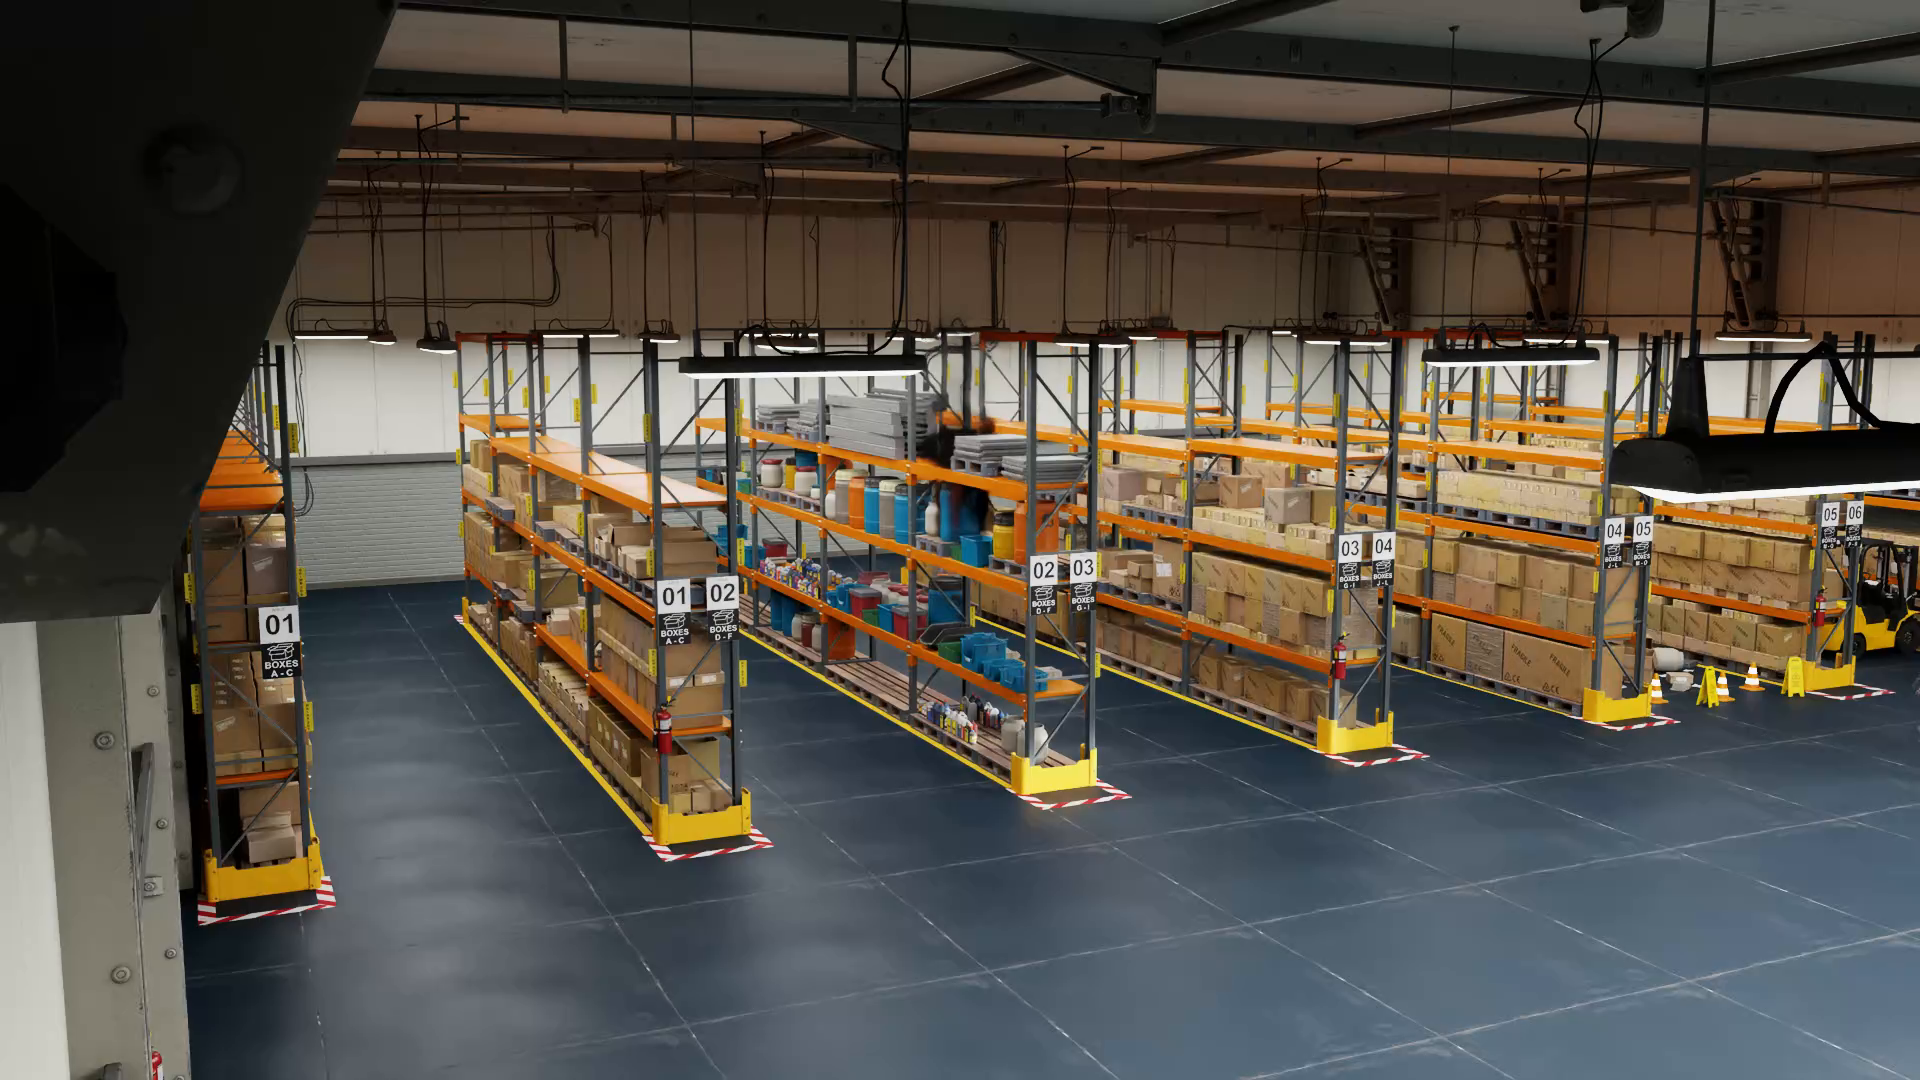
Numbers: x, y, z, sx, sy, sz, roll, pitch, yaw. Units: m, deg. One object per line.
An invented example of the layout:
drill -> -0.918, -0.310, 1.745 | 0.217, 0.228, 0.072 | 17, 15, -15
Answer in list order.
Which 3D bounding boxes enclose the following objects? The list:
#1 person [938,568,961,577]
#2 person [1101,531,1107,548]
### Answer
person -> -0.194, 0.968, 33.693 | 0.604, 1.669, 0.893 | -4, 9, -28
person -> 3.537, -0.117, 42.020 | 0.699, 1.626, 0.646 | -1, 8, -6
